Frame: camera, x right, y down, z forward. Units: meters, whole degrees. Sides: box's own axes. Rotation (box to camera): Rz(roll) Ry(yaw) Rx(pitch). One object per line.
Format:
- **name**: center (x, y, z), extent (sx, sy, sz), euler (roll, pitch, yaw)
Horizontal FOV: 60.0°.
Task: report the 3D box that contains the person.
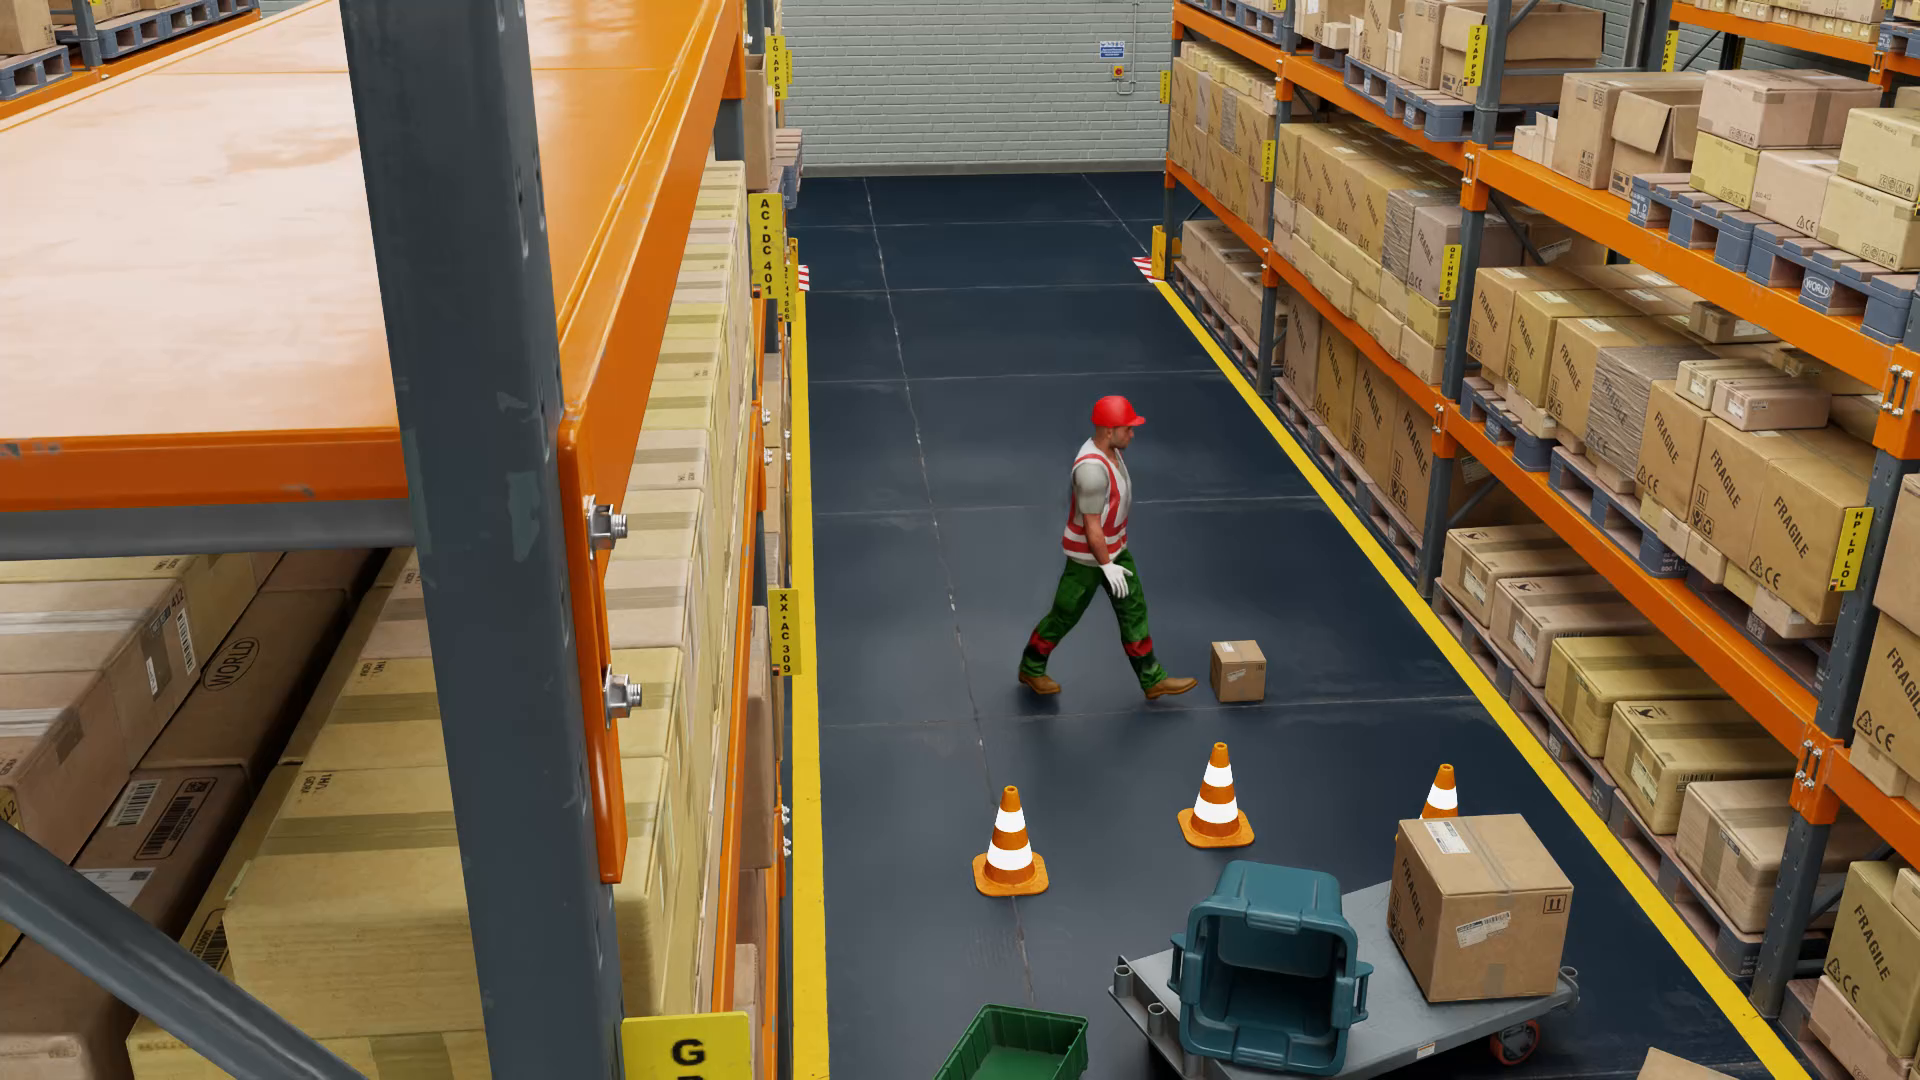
- **person**: center (0.798, 0.068, 8.903), extent (0.974, 1.747, 0.543), euler (11, 26, 23)
